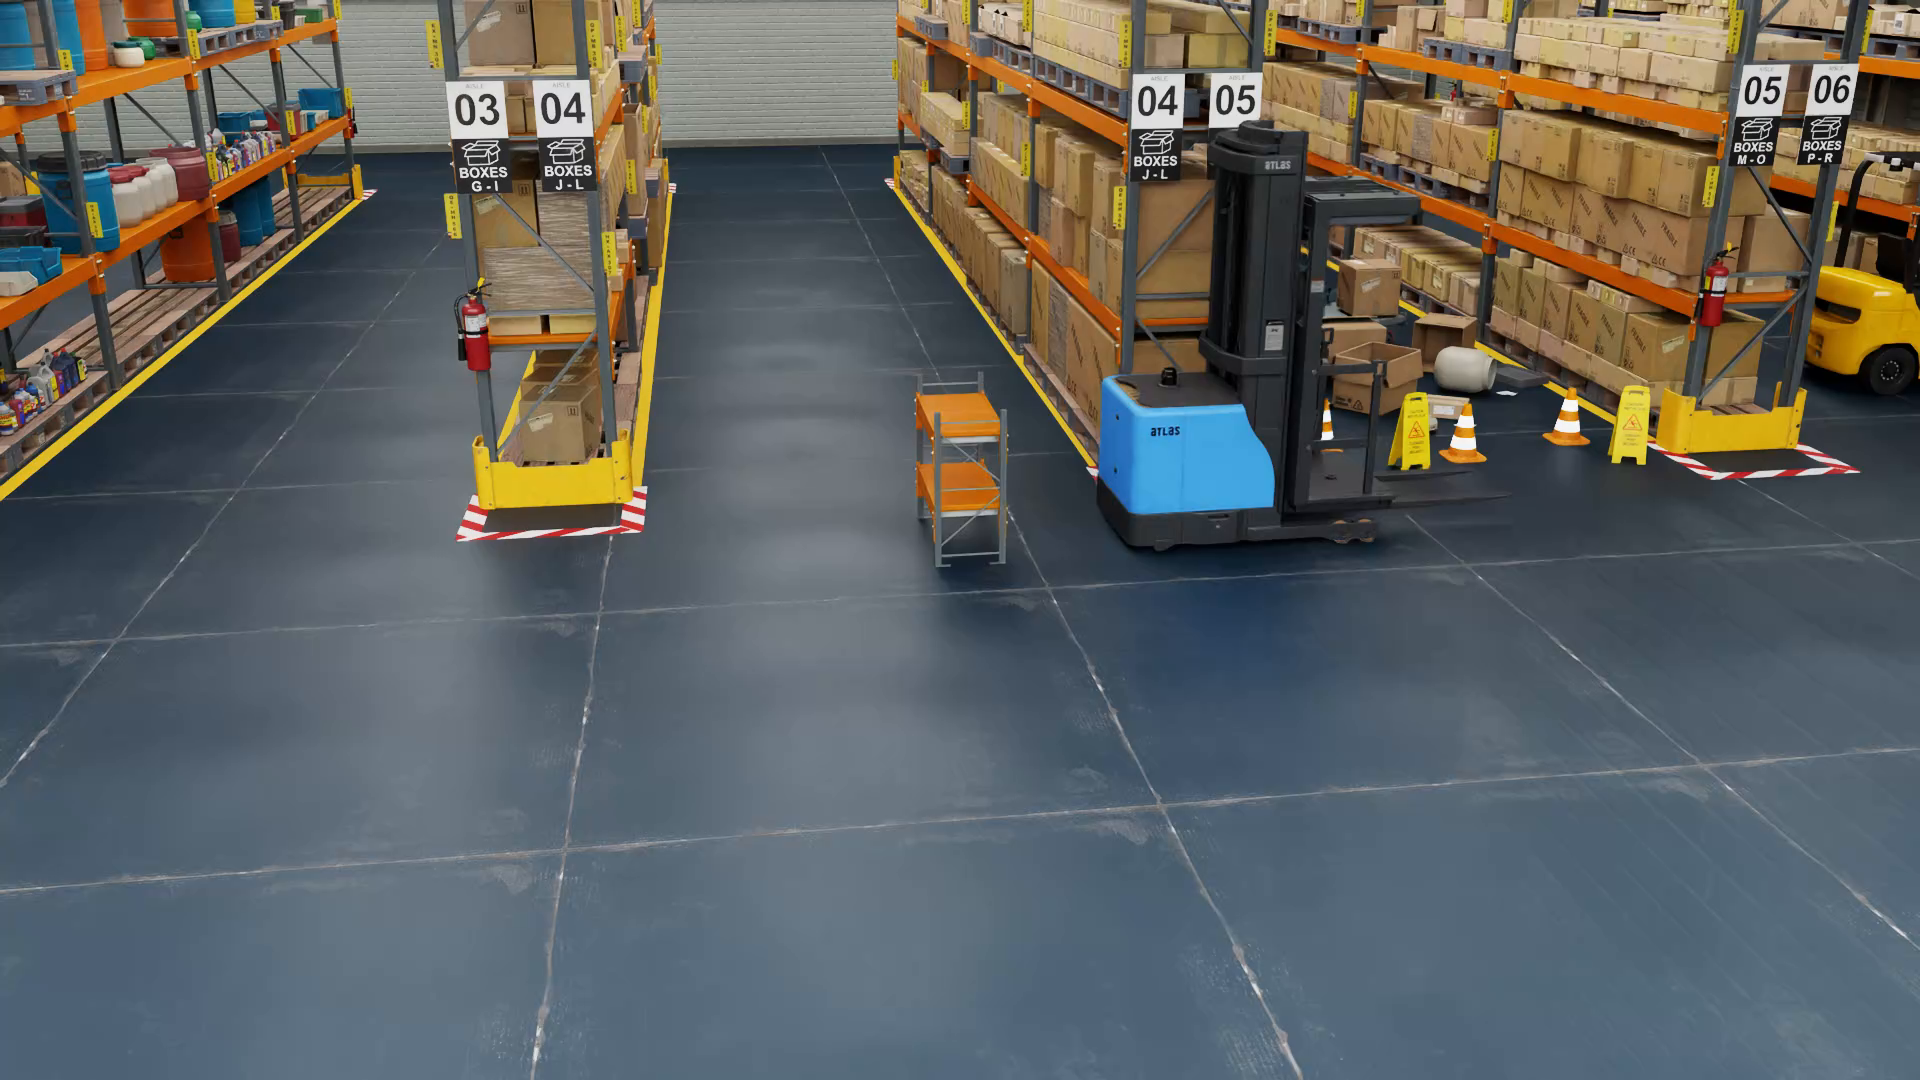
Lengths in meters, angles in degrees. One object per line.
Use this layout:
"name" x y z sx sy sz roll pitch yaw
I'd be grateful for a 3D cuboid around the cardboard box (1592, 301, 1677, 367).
"cardboard box" 6.199 -1.906 15.289 0.500 0.500 0.500 -2 21 -6

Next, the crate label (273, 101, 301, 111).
"crate label" -10.654 -6.839 26.392 0.416 0.233 0.303 -3 21 -8

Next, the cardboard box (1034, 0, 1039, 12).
"cardboard box" 0.906 -5.063 15.673 0.380 0.149 0.250 -3 21 -7

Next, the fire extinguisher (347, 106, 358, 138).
"fire extinguisher" -9.935 -6.855 26.927 0.296 0.674 0.183 -3 21 -8

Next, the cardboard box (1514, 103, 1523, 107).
"cardboard box" 9.332 -7.122 27.358 0.380 0.149 0.250 -3 21 -8

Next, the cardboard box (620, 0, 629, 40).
"cardboard box" -3.852 -5.655 17.927 0.500 0.500 0.500 -3 21 -7

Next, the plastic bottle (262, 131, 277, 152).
"plastic bottle" -9.410 -5.428 22.639 0.152 0.276 0.135 -3 21 -8

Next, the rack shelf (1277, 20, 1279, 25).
"rack shelf" 4.633 -8.116 26.401 1.077 0.370 4.000 -3 21 -8

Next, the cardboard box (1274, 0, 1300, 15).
"cardboard box" 4.761 -7.685 23.474 0.500 0.500 0.500 -3 21 -9

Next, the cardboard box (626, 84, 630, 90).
"cardboard box" -4.490 -5.467 20.991 0.797 0.503 0.637 -2 21 -6

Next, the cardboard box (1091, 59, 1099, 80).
"cardboard box" 1.275 -3.809 13.456 0.380 0.149 0.250 -3 21 -7

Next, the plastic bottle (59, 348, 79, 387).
"plastic bottle" -8.256 -1.593 15.351 0.144 0.351 0.185 -3 21 -9

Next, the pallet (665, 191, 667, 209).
"pallet" -5.097 -5.240 25.945 1.003 0.211 1.213 -3 21 -8

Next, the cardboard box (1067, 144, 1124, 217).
"cardboard box" 1.430 -3.186 14.702 0.875 0.550 0.500 -3 21 -8

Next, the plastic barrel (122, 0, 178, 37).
"plastic barrel" -9.289 -6.221 19.084 0.600 0.830 0.708 -3 21 -8

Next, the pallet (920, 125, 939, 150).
"pallet" 0.003 -5.709 23.489 1.003 0.211 1.213 -3 21 -8

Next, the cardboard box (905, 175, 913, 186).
"cardboard box" -0.691 -5.853 27.076 0.380 0.149 0.250 -3 21 -7

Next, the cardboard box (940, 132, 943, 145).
"cardboard box" -0.056 -5.267 21.791 0.380 0.149 0.250 -4 21 -10

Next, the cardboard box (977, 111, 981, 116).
"cardboard box" 0.442 -5.800 22.791 0.380 0.149 0.250 -4 21 -11

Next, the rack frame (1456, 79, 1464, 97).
"rack frame" 9.256 -7.992 29.328 1.000 3.000 0.127 -3 21 -8

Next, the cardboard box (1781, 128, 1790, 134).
"cardboard box" 10.382 -5.093 20.494 0.380 0.149 0.250 -3 21 -7

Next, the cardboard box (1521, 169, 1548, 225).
"cardboard box" 5.957 -3.433 16.553 0.500 0.500 0.500 -3 21 -8

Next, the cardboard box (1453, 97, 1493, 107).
"cardboard box" 6.013 -5.105 19.503 0.380 0.149 0.250 -4 21 -10

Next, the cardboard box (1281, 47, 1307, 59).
"cardboard box" 5.079 -7.385 25.203 0.380 0.149 0.250 -3 21 -7

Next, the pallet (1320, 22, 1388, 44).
"pallet" 5.352 -6.508 21.336 1.213 0.211 1.003 -2 21 -5

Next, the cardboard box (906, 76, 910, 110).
"cardboard box" -0.588 -7.119 26.420 0.500 0.500 0.500 -3 21 -7

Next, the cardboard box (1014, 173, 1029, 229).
"cardboard box" 0.851 -3.515 17.198 0.500 0.500 0.500 -3 21 -8

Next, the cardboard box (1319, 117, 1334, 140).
"cardboard box" 5.099 -5.467 22.066 0.500 0.250 0.500 -3 21 -9

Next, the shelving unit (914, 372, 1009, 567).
"shelving unit" -0.001 -0.529 12.026 0.538 1.125 1.048 -3 21 -8

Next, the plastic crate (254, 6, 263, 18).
"plastic crate" -10.349 -7.558 24.047 0.437 0.282 0.530 -3 21 -8

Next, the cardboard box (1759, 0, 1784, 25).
"cardboard box" 10.272 -6.655 20.574 0.500 0.500 0.500 -3 21 -7

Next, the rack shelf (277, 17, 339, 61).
"rack shelf" -10.075 -7.367 24.394 1.077 0.370 4.000 -3 21 -8

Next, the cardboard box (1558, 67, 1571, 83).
"cardboard box" 6.001 -4.491 16.024 0.380 0.149 0.250 -2 21 -6

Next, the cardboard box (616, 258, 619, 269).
"cardboard box" -3.209 -2.389 14.684 0.380 0.149 0.250 -3 21 -8

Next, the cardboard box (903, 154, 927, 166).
"cardboard box" -0.732 -6.214 27.191 0.380 0.149 0.250 -3 21 -8

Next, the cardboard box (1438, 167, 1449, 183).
"cardboard box" 5.593 -4.097 18.657 0.380 0.149 0.250 -3 21 -7

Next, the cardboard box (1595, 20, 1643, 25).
"cardboard box" 6.398 -4.967 16.161 0.380 0.149 0.250 -2 21 -6

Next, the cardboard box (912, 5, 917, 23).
"cardboard box" -0.435 -7.912 25.039 0.500 0.250 0.500 -3 21 -8

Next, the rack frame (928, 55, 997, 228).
"rack frame" 0.037 -6.071 24.184 1.000 3.000 0.127 -3 21 -8

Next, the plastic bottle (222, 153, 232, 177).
"plastic bottle" -9.027 -4.621 20.469 0.061 0.283 0.133 -3 21 -8

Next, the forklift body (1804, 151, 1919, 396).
"forklift body" 9.483 -2.620 16.156 2.313 2.155 1.214 -3 21 -8

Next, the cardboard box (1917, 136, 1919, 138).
"cardboard box" 11.125 -4.503 18.915 0.380 0.149 0.250 -3 21 -8

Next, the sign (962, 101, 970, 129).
"sign" 0.078 -5.161 20.205 0.100 0.325 0.005 -3 21 -8

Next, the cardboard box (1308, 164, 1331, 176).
"cardboard box" 5.356 -4.725 23.015 0.875 0.875 0.875 -3 21 -7

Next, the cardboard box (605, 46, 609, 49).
"cardboard box" -3.330 -4.330 14.880 0.380 0.149 0.250 -4 21 -10

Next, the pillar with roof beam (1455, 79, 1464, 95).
"pillar with roof beam" 5.499 -11.565 30.318 9.100 9.000 0.400 -3 21 -8

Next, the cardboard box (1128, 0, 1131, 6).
"cardboard box" 1.706 -4.745 14.821 0.380 0.149 0.250 -3 21 -8

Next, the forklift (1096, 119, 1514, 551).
"forklift" 2.611 -1.525 12.111 3.031 2.935 1.130 -4 21 -9

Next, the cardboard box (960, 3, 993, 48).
"cardboard box" 0.280 -6.323 20.429 0.500 0.500 0.500 -3 21 -8

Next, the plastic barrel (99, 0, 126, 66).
"plastic barrel" -9.307 -5.566 17.828 0.600 0.901 0.600 0 20 0

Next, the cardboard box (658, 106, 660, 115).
"cardboard box" -5.046 -6.927 26.833 0.380 0.149 0.250 -3 21 -7

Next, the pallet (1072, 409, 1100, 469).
"pallet" 1.574 -0.883 14.278 1.003 0.211 1.213 -3 21 -8

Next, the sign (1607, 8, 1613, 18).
"sign" 6.610 -5.263 16.995 0.100 0.325 0.005 -3 21 -8

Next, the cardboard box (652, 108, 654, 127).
"cardboard box" -4.694 -6.101 24.053 0.500 0.250 0.500 -3 21 -9

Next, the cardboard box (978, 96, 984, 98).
"cardboard box" 0.363 -6.117 23.216 0.380 0.149 0.250 -4 21 -9

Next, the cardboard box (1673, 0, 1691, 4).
"cardboard box" 9.918 -7.350 22.539 0.380 0.149 0.250 -3 21 -9

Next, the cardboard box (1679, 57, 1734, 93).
"cardboard box" 6.310 -3.839 13.709 0.500 0.250 0.500 -3 21 -8

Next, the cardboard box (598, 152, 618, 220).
"cardboard box" -3.104 -2.906 13.714 0.500 0.500 0.500 -3 21 -8

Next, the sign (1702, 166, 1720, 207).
"sign" 6.099 -2.870 13.508 0.100 0.325 0.005 -3 21 -8
